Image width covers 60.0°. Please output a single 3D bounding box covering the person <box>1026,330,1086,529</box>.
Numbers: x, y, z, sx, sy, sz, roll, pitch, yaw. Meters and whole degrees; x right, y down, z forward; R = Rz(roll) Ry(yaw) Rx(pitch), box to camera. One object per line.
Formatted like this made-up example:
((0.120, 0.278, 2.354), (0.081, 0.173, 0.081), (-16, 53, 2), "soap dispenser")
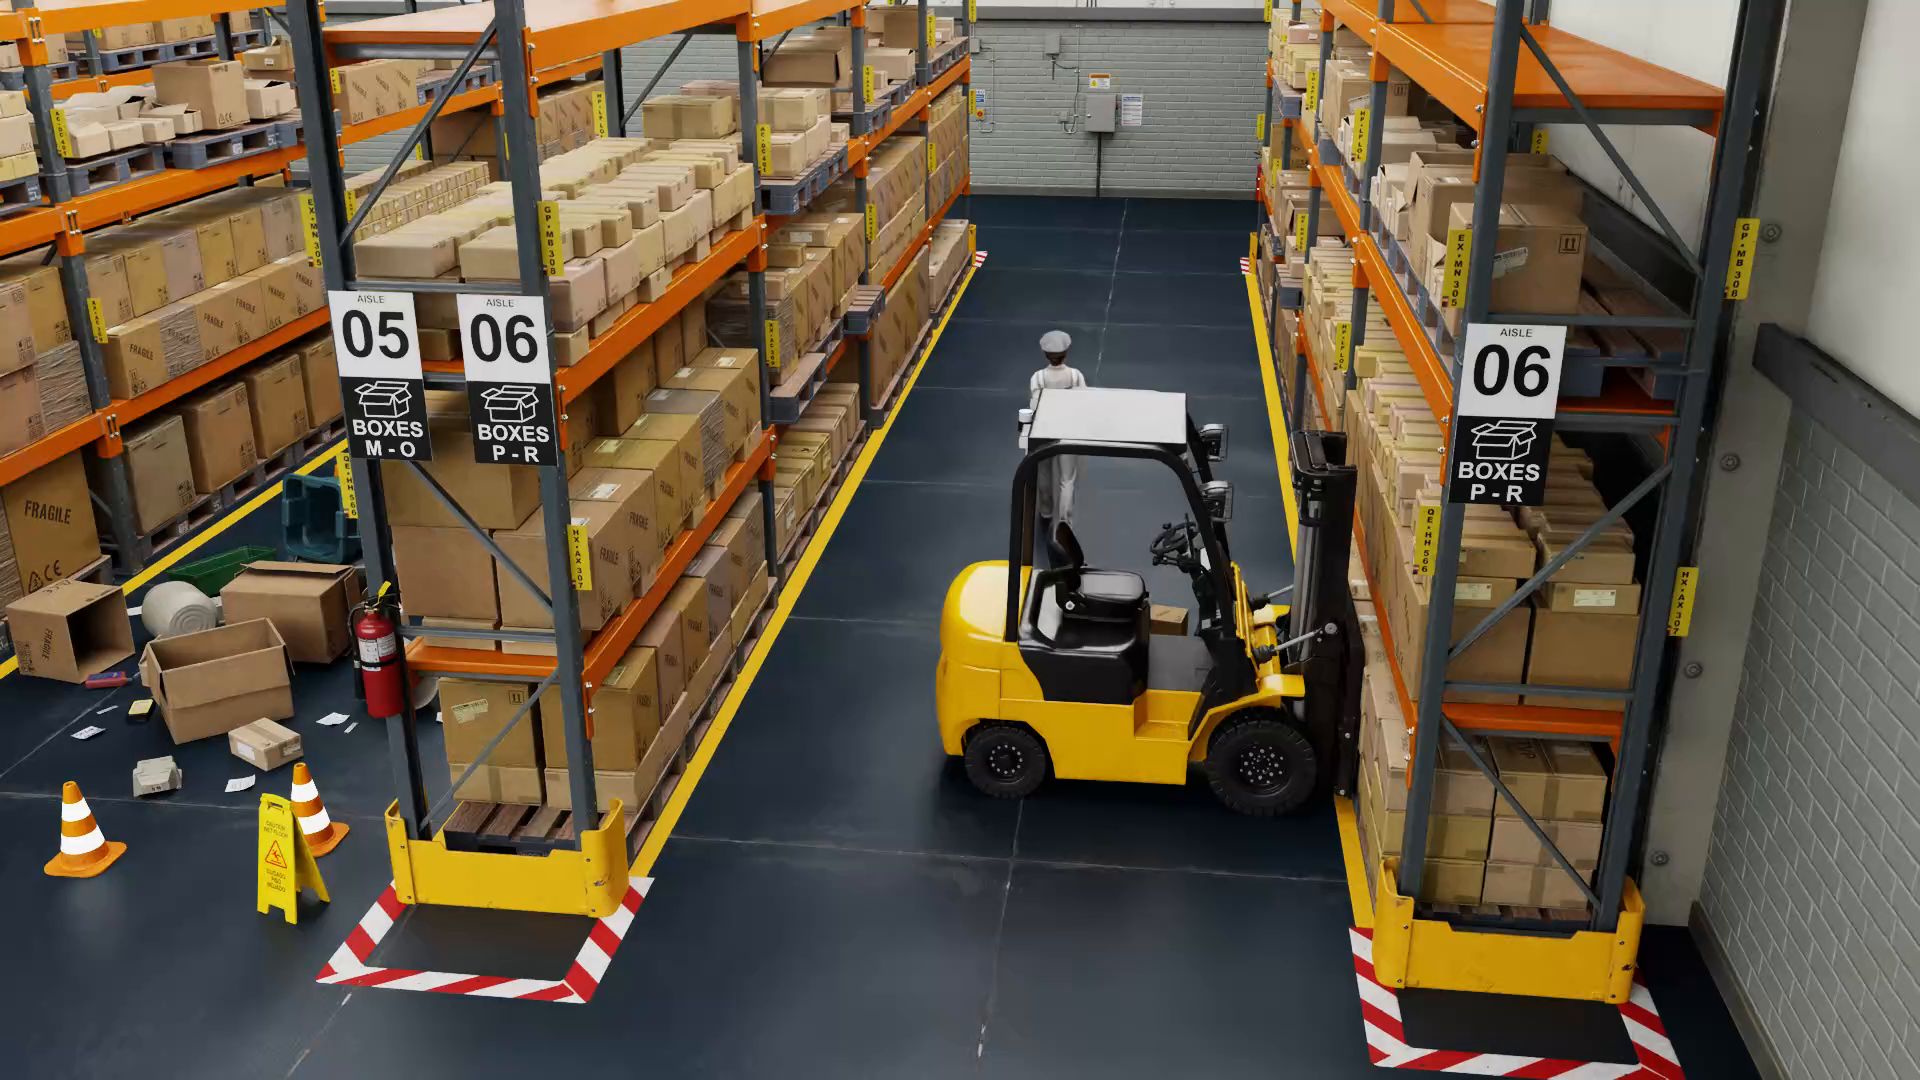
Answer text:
((0.775, -0.852, 13.229), (0.519, 1.635, 1.038), (1, 21, 2), "person")
